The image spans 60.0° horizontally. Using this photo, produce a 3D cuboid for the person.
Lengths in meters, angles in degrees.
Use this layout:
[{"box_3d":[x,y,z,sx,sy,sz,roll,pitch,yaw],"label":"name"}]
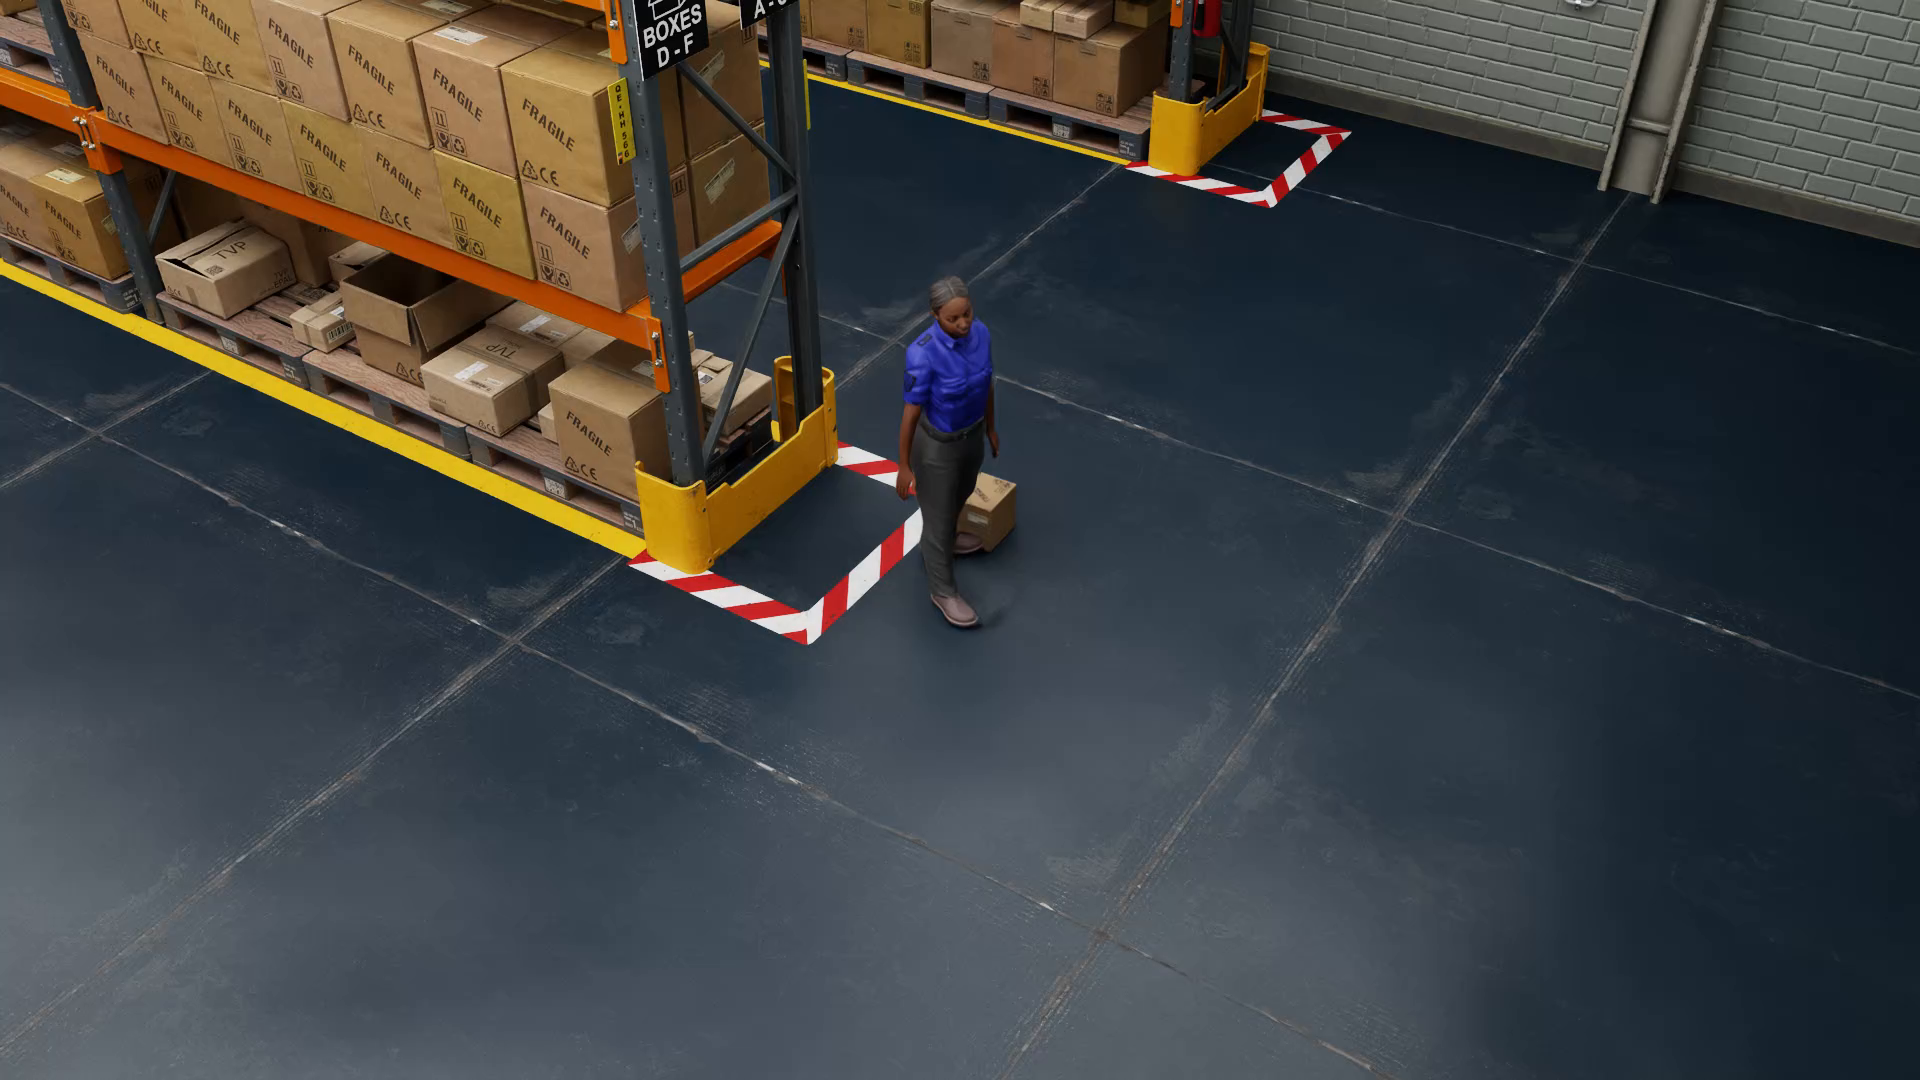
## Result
[{"box_3d":[-0.039,-0.431,7.211,0.556,1.647,0.654,30,47,32],"label":"person"}]
